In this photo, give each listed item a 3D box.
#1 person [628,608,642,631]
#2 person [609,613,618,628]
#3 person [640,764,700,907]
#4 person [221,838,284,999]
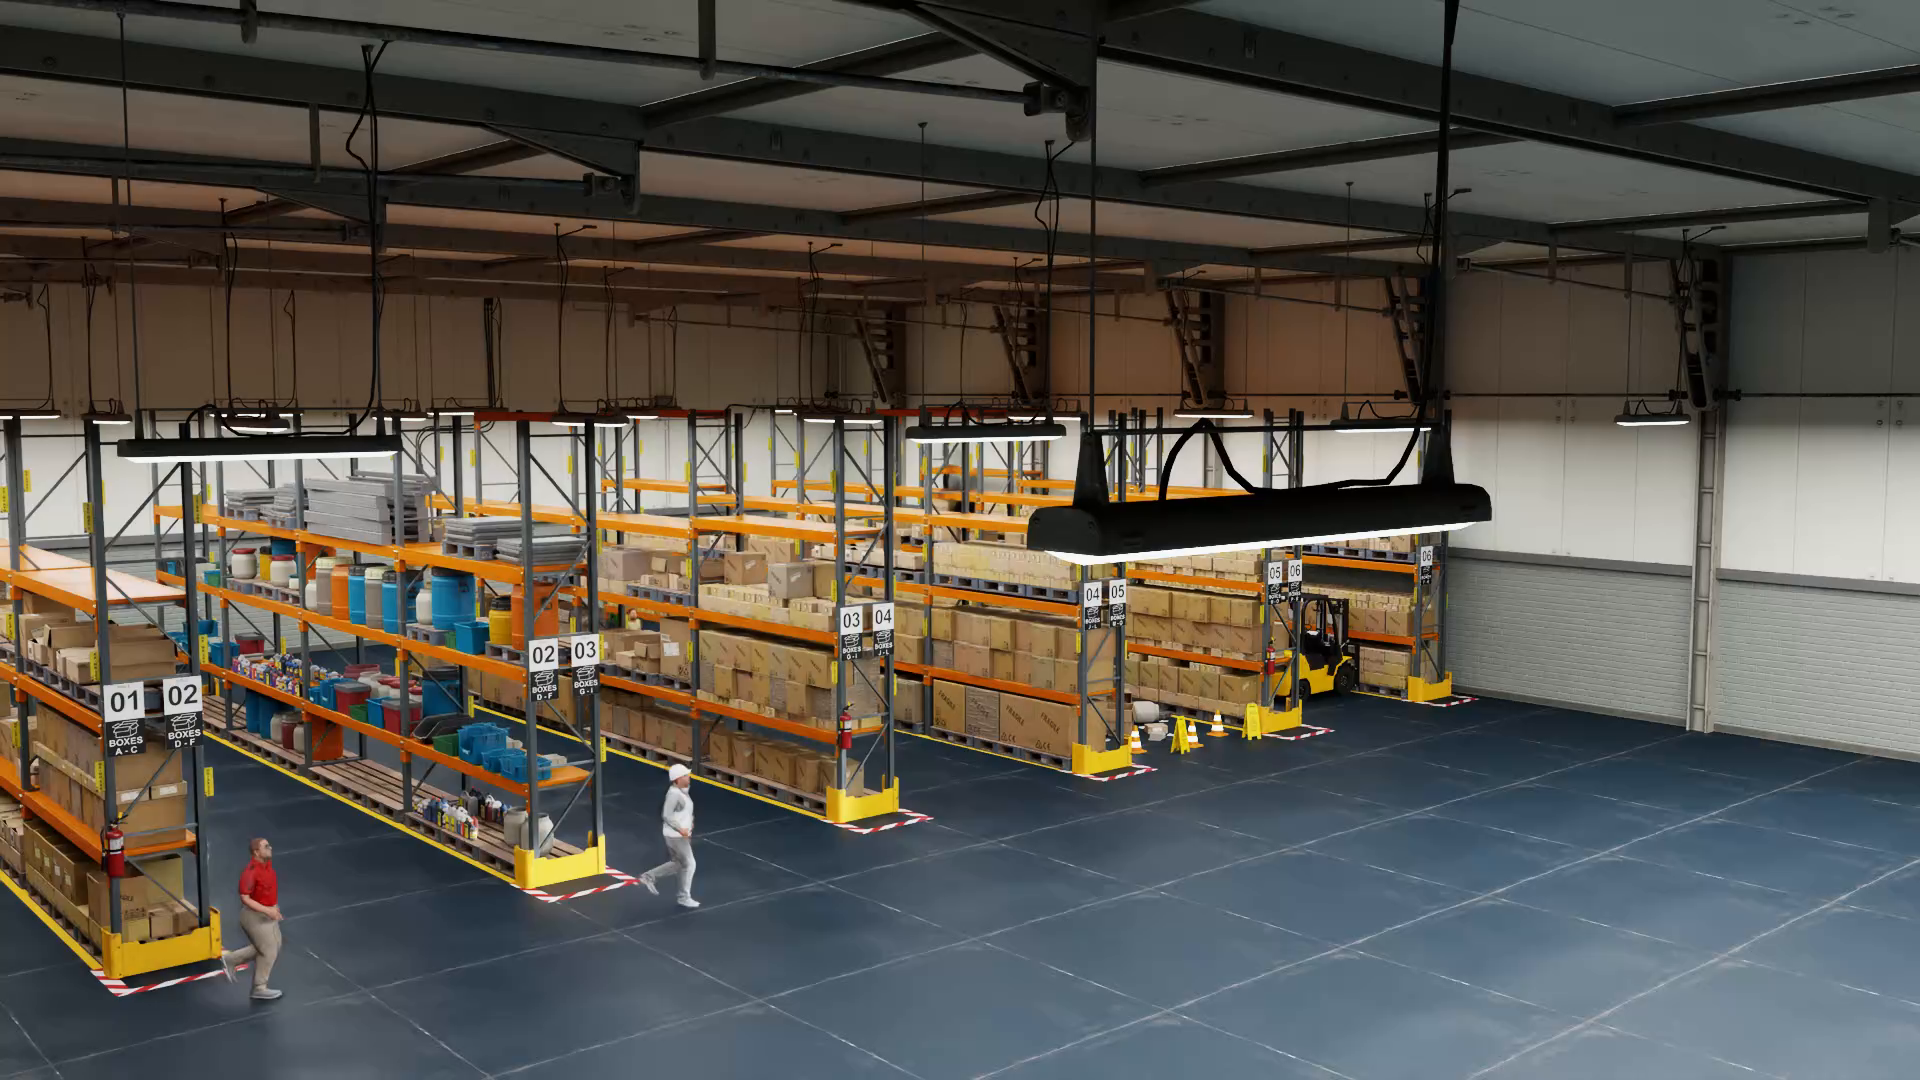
[{"bbox_3d":[-7.123,2.330,36.234,0.577,1.710,0.702,-3,6,-34],"label":"person"},{"bbox_3d":[-8.570,1.832,41.110,0.641,1.839,0.761,2,6,26],"label":"person"},{"bbox_3d":[-3.600,3.658,20.613,0.747,1.789,0.665,-1,5,-6],"label":"person"},{"bbox_3d":[-7.421,3.958,17.473,0.684,1.698,0.686,-1,5,-8],"label":"person"}]
